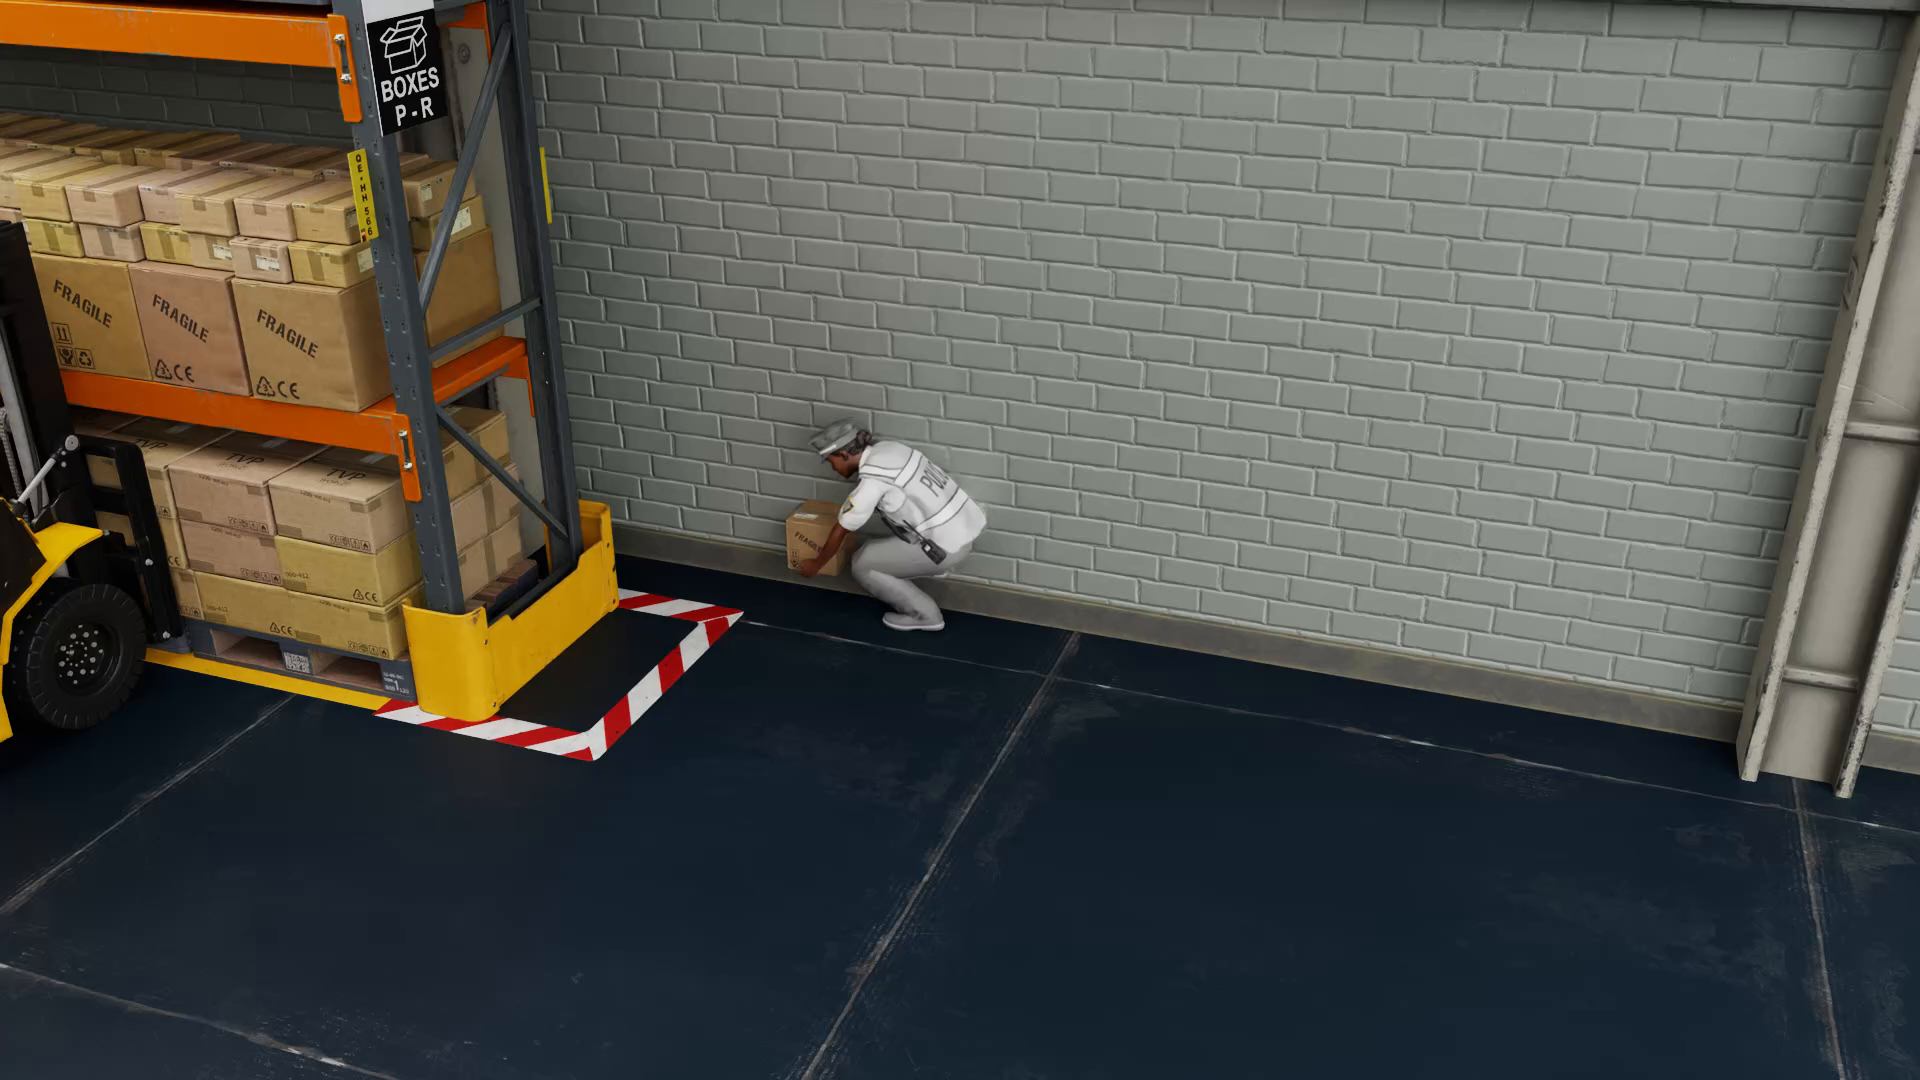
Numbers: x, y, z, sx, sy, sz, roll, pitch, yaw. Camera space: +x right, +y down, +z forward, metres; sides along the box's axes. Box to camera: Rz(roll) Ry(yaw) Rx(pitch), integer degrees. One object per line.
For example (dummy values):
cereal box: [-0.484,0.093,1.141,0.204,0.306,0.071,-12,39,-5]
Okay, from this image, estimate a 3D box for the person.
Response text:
person: [-0.314,-0.095,7.611,0.861,0.971,0.480,9,27,17]
